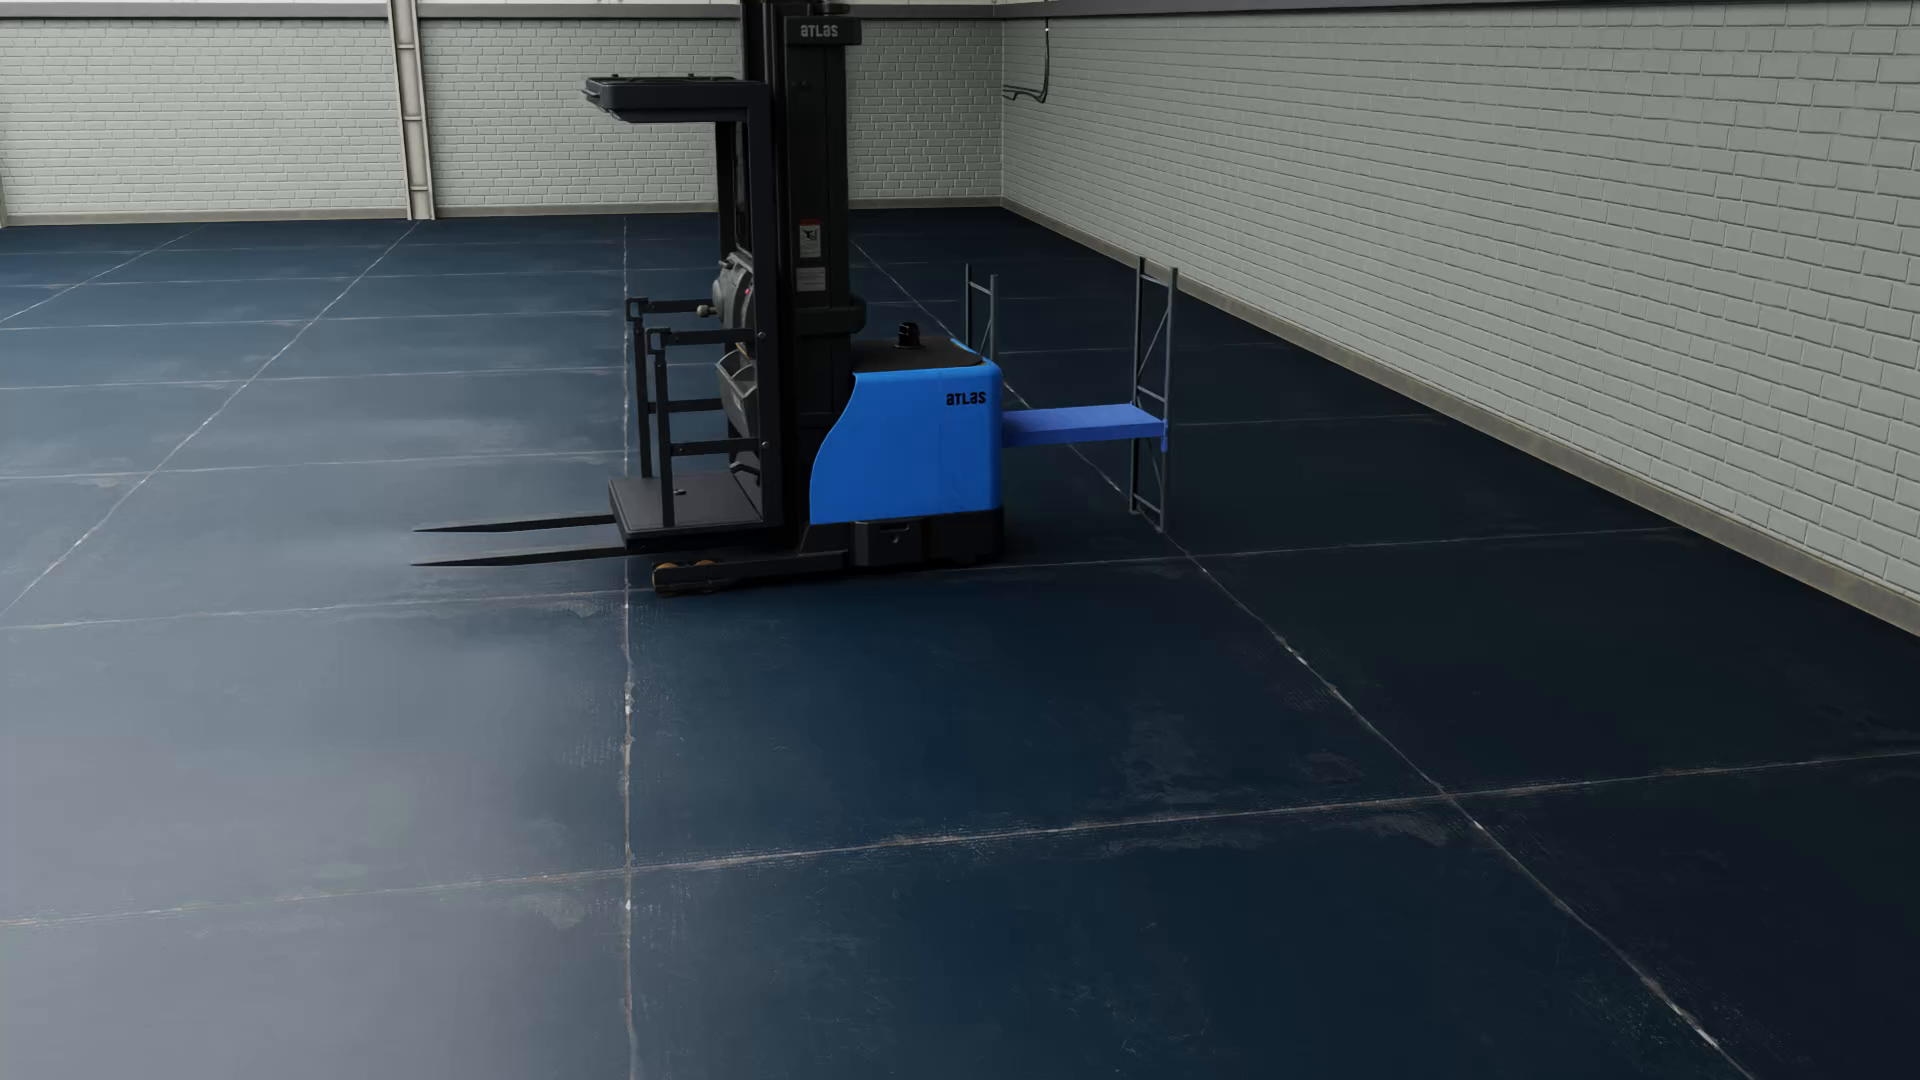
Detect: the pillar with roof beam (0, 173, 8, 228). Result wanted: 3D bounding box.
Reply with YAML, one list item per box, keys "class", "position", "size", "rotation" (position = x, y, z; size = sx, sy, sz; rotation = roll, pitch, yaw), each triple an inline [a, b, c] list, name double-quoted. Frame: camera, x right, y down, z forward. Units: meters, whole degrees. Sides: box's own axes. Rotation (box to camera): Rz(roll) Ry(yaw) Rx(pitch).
- class: "pillar with roof beam"
  position: [-13.196, -7.584, 18.677]
  size: [0.400, 9.000, 9.100]
  rotation: [-3, 17, -10]

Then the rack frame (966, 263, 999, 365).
- class: "rack frame"
  position: [0.118, -0.739, 9.164]
  size: [0.032, 1.500, 0.500]
  rotation: [-5, 18, -16]

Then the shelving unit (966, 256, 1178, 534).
- class: "shelving unit"
  position: [0.605, -0.782, 9.302]
  size: [1.048, 1.500, 0.538]
  rotation: [-5, 18, -16]

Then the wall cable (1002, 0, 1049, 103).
- class: "wall cable"
  position: [0.913, -7.792, 24.642]
  size: [0.112, 2.526, 3.097]
  rotation: [-3, 17, -10]

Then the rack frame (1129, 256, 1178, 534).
- class: "rack frame"
  position: [1.093, -0.824, 9.440]
  size: [0.032, 1.500, 0.500]
  rotation: [-5, 18, -16]

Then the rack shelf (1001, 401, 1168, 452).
- class: "rack shelf"
  position: [0.605, -0.610, 9.355]
  size: [1.000, 0.185, 0.538]
  rotation: [-5, 18, -16]

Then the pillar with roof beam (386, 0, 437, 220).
- class: "pillar with roof beam"
  position: [-7.304, -7.918, 19.765]
  size: [0.400, 9.000, 9.100]
  rotation: [-3, 17, -10]

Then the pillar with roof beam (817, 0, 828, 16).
- class: "pillar with roof beam"
  position: [-1.413, -8.252, 20.853]
  size: [0.400, 9.000, 9.100]
  rotation: [-3, 17, -10]

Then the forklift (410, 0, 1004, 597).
- class: "forklift"
  position: [-1.343, -1.288, 8.514]
  size: [3.031, 2.935, 1.130]
  rotation: [-5, 18, -16]
